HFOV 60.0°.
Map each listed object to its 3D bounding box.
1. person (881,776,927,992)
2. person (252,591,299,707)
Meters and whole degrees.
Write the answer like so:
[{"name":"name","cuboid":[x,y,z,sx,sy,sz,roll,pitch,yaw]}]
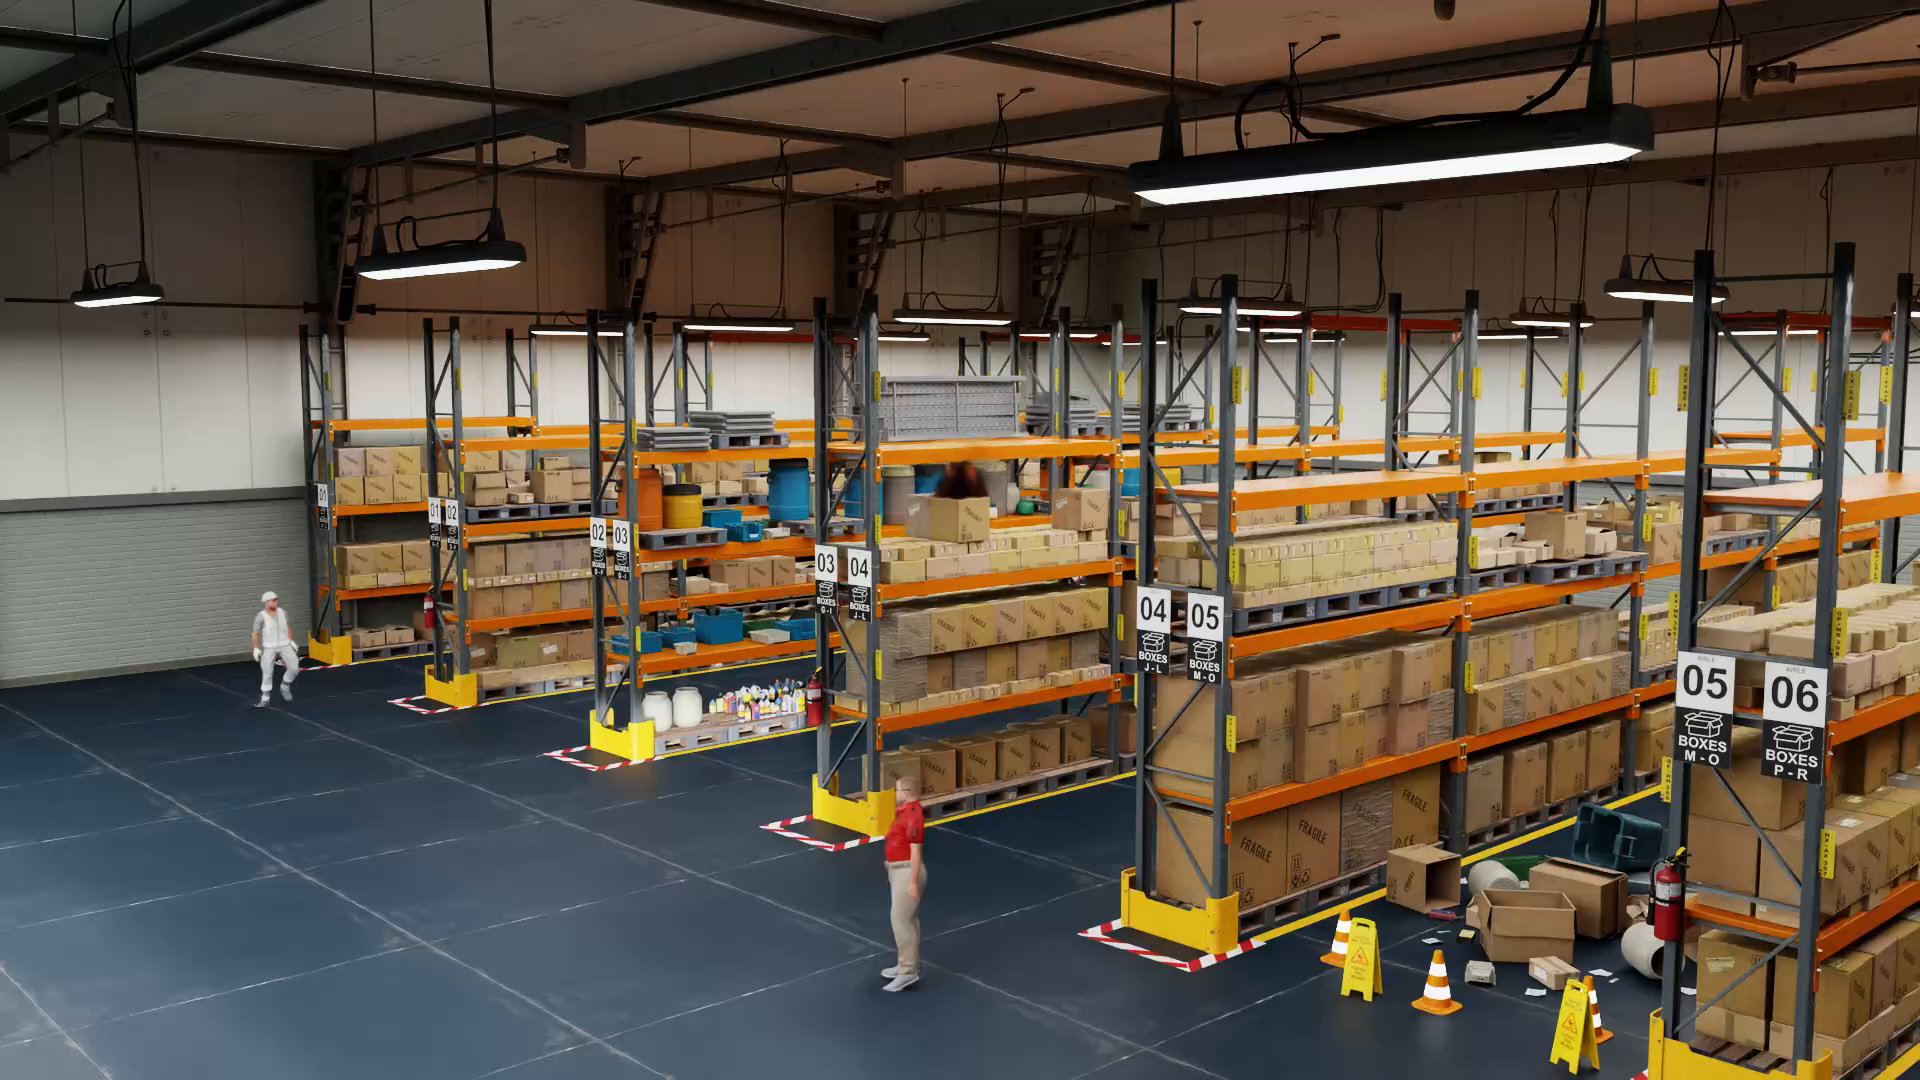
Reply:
[{"name":"person","cuboid":[-0.478,2.897,14.138,0.386,1.776,0.625,0,6,-4]},{"name":"person","cuboid":[-10.601,1.680,25.732,0.677,1.790,0.514,-4,7,-32]}]
